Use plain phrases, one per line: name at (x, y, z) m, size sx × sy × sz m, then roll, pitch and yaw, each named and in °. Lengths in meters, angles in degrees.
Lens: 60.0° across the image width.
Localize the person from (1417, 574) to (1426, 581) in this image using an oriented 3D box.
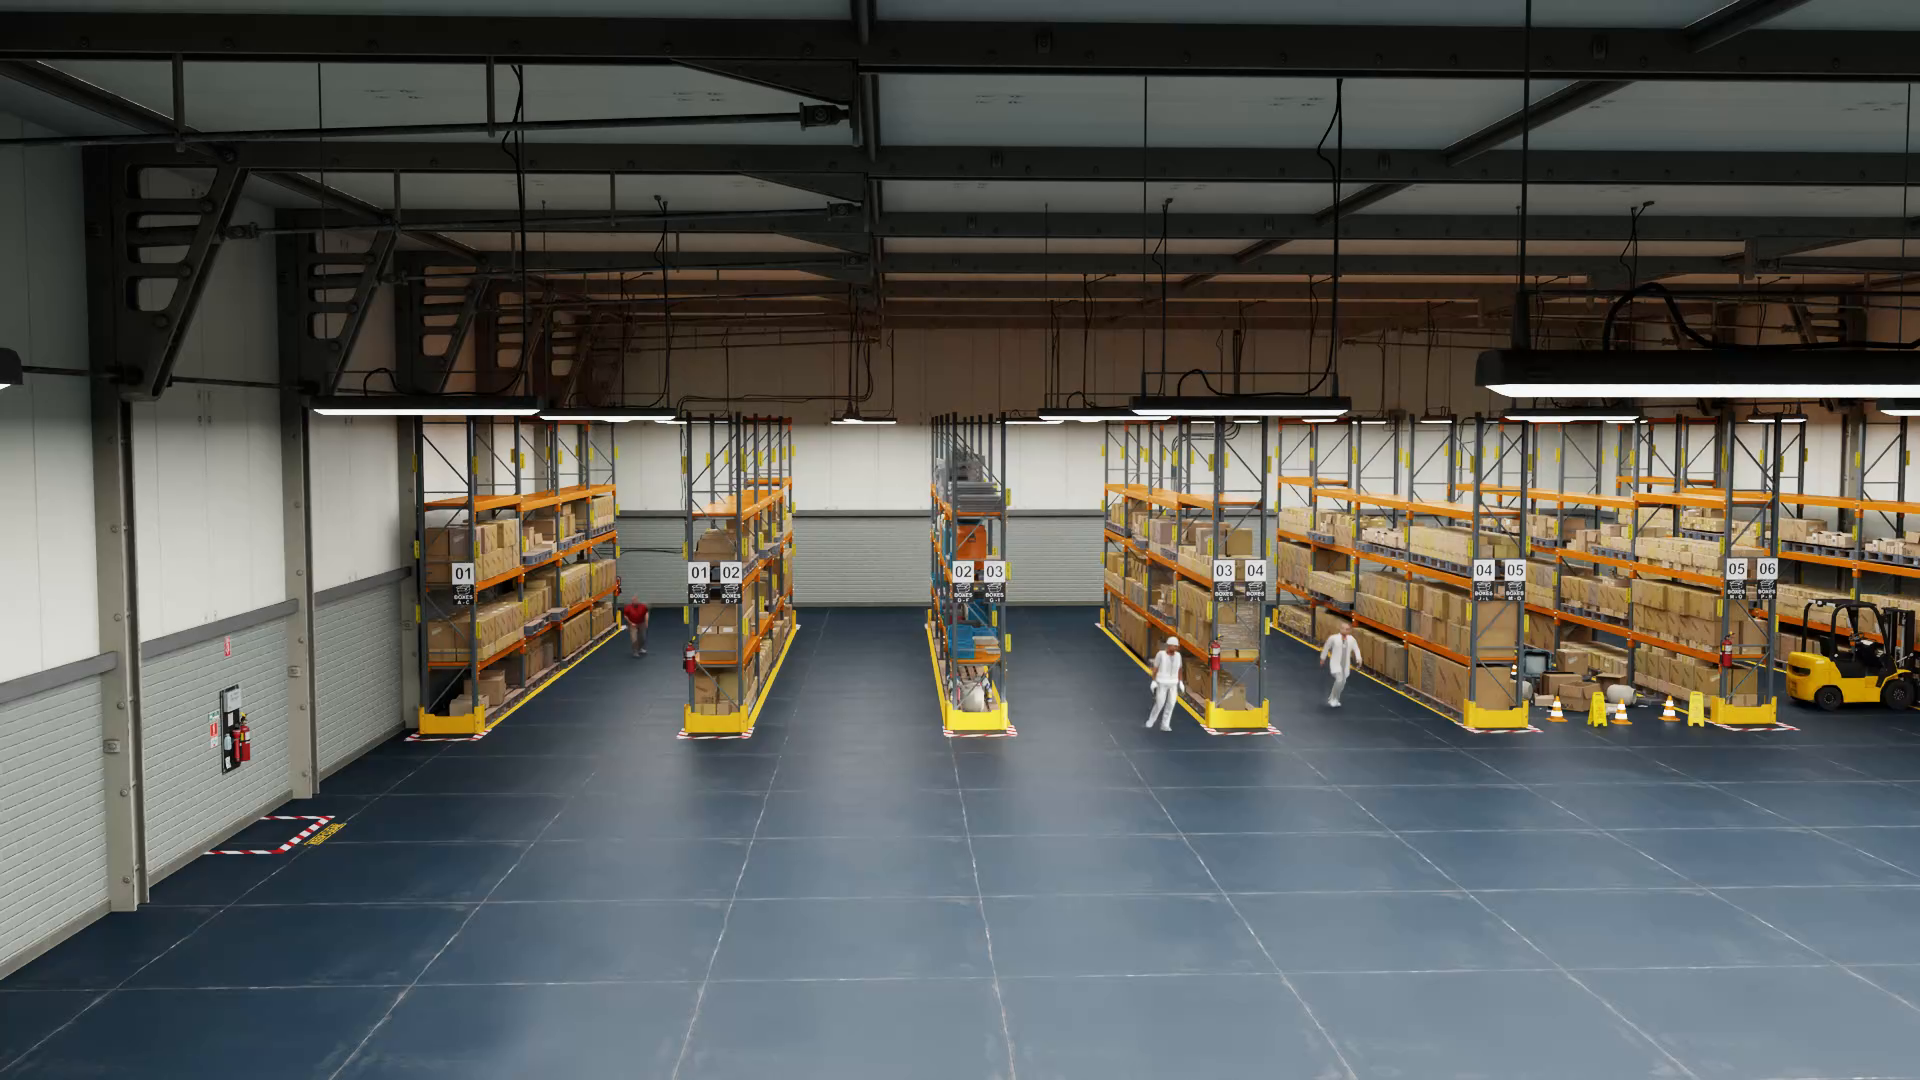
person at (13.738, 1.587, 49.415) m, size 0.756 × 1.589 × 0.543 m, roll 0°, pitch 4°, yaw -5°

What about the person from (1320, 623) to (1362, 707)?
person at (7.773, 2.544, 33.769) m, size 0.664 × 1.730 × 0.875 m, roll -1°, pitch 4°, yaw -14°

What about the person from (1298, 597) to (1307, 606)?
person at (10.212, 1.616, 48.641) m, size 0.776 × 1.663 × 0.631 m, roll 1°, pitch 4°, yaw 13°

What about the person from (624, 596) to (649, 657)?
person at (-8.050, 2.128, 41.305) m, size 0.639 × 1.565 × 0.873 m, roll -2°, pitch 4°, yaw -23°

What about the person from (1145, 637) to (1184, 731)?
person at (3.854, 2.693, 31.247) m, size 0.694 × 1.767 × 0.497 m, roll -1°, pitch 4°, yaw -20°
